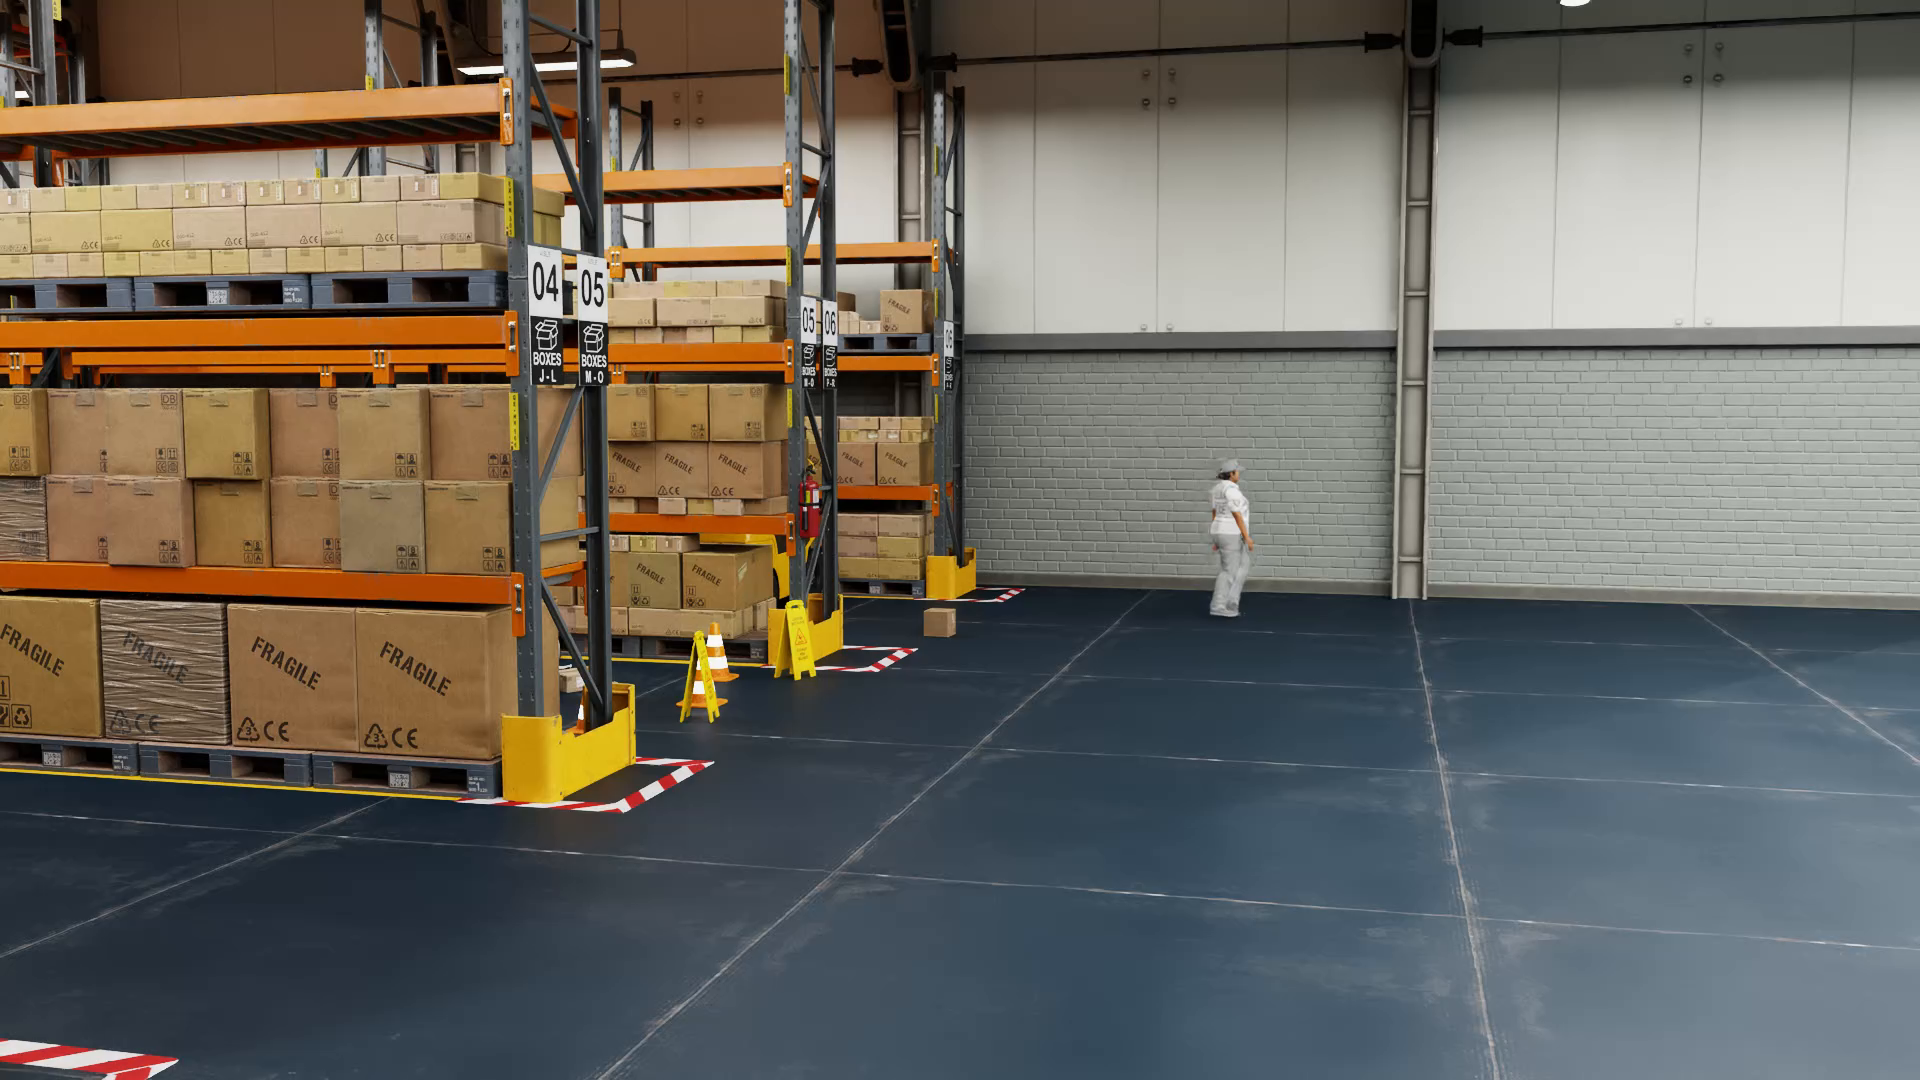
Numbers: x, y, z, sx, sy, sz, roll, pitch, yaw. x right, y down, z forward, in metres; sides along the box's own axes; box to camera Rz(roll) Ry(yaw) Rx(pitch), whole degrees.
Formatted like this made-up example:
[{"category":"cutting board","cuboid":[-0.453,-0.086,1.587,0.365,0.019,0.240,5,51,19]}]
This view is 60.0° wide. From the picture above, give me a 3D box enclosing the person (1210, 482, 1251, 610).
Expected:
[{"category":"person","cuboid":[2.876,0.057,17.520,0.492,1.345,0.445,-1,5,-10]}]
